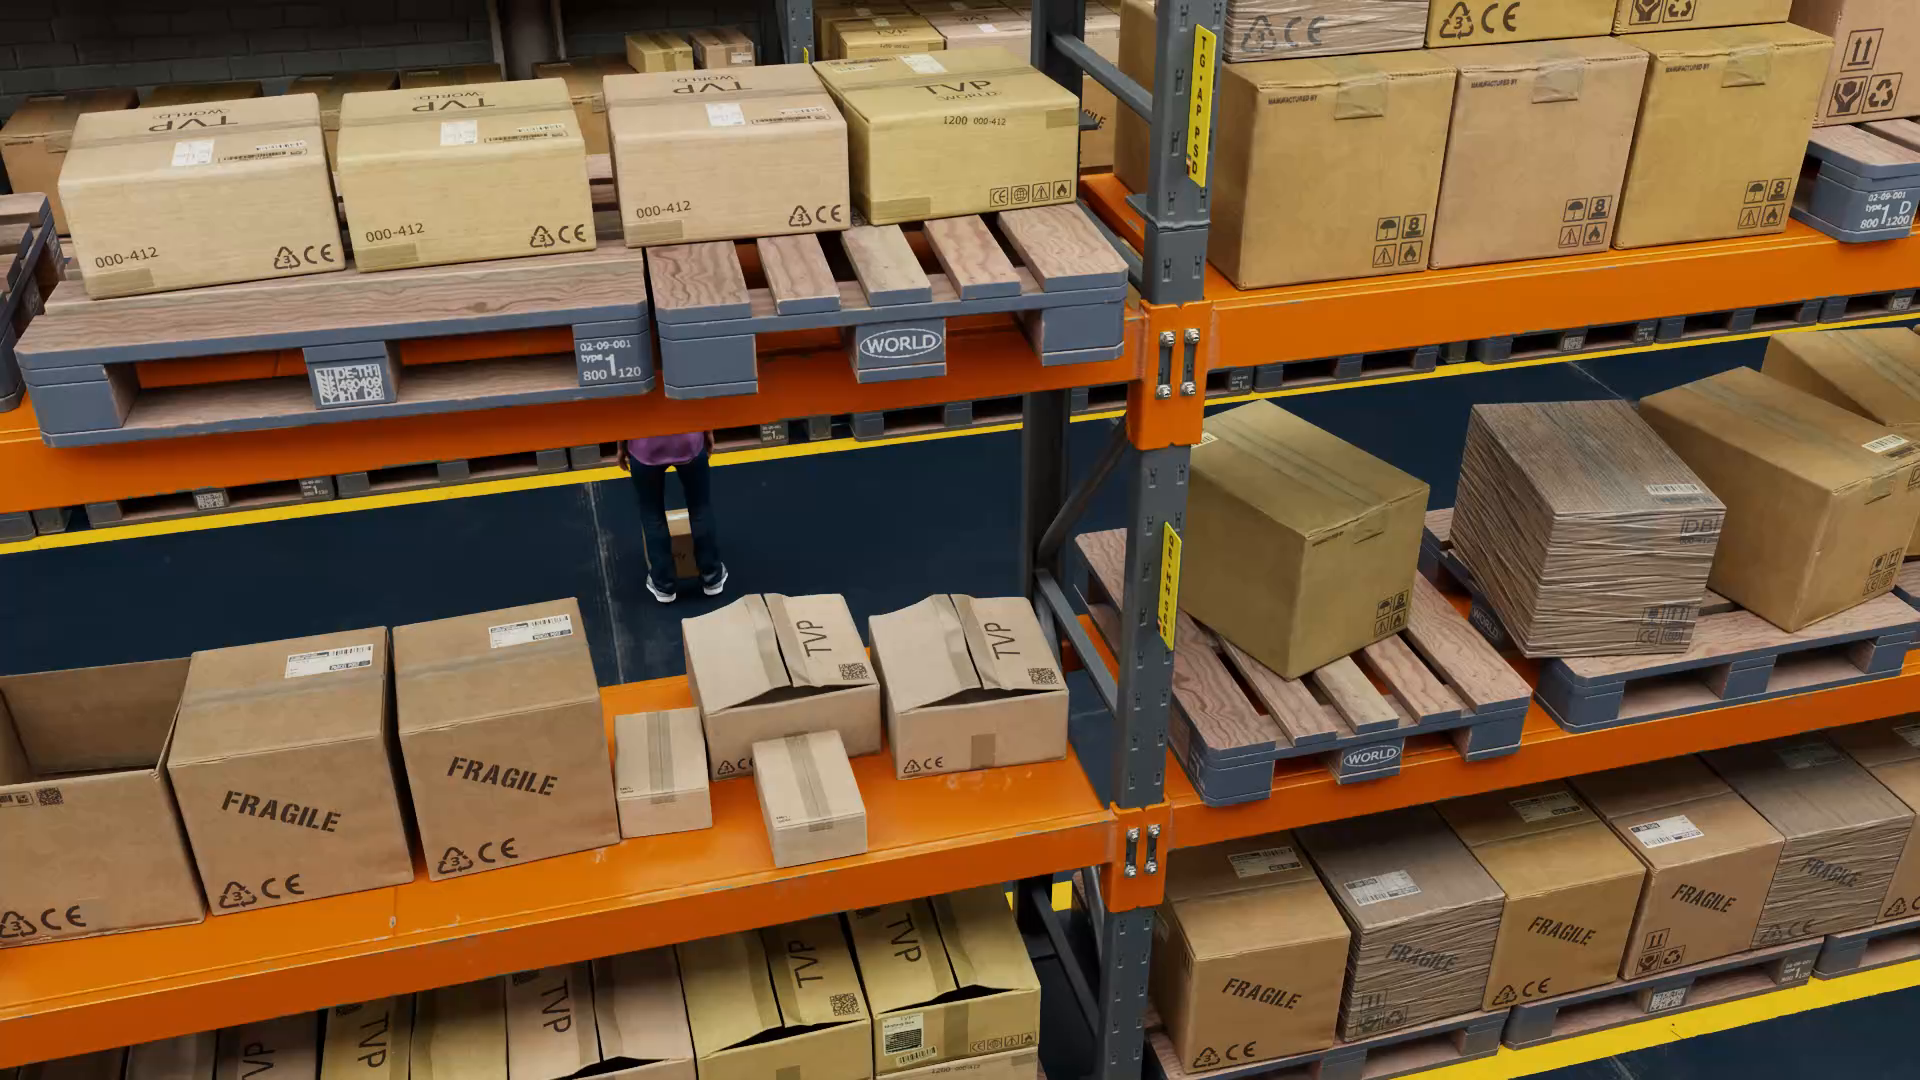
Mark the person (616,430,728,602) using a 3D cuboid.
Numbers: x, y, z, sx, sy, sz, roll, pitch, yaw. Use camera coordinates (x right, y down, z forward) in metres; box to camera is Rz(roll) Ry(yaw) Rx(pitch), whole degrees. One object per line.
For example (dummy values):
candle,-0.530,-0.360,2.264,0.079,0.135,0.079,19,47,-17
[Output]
person,-1.345,-0.432,7.634,0.478,1.592,0.345,-10,32,-16
